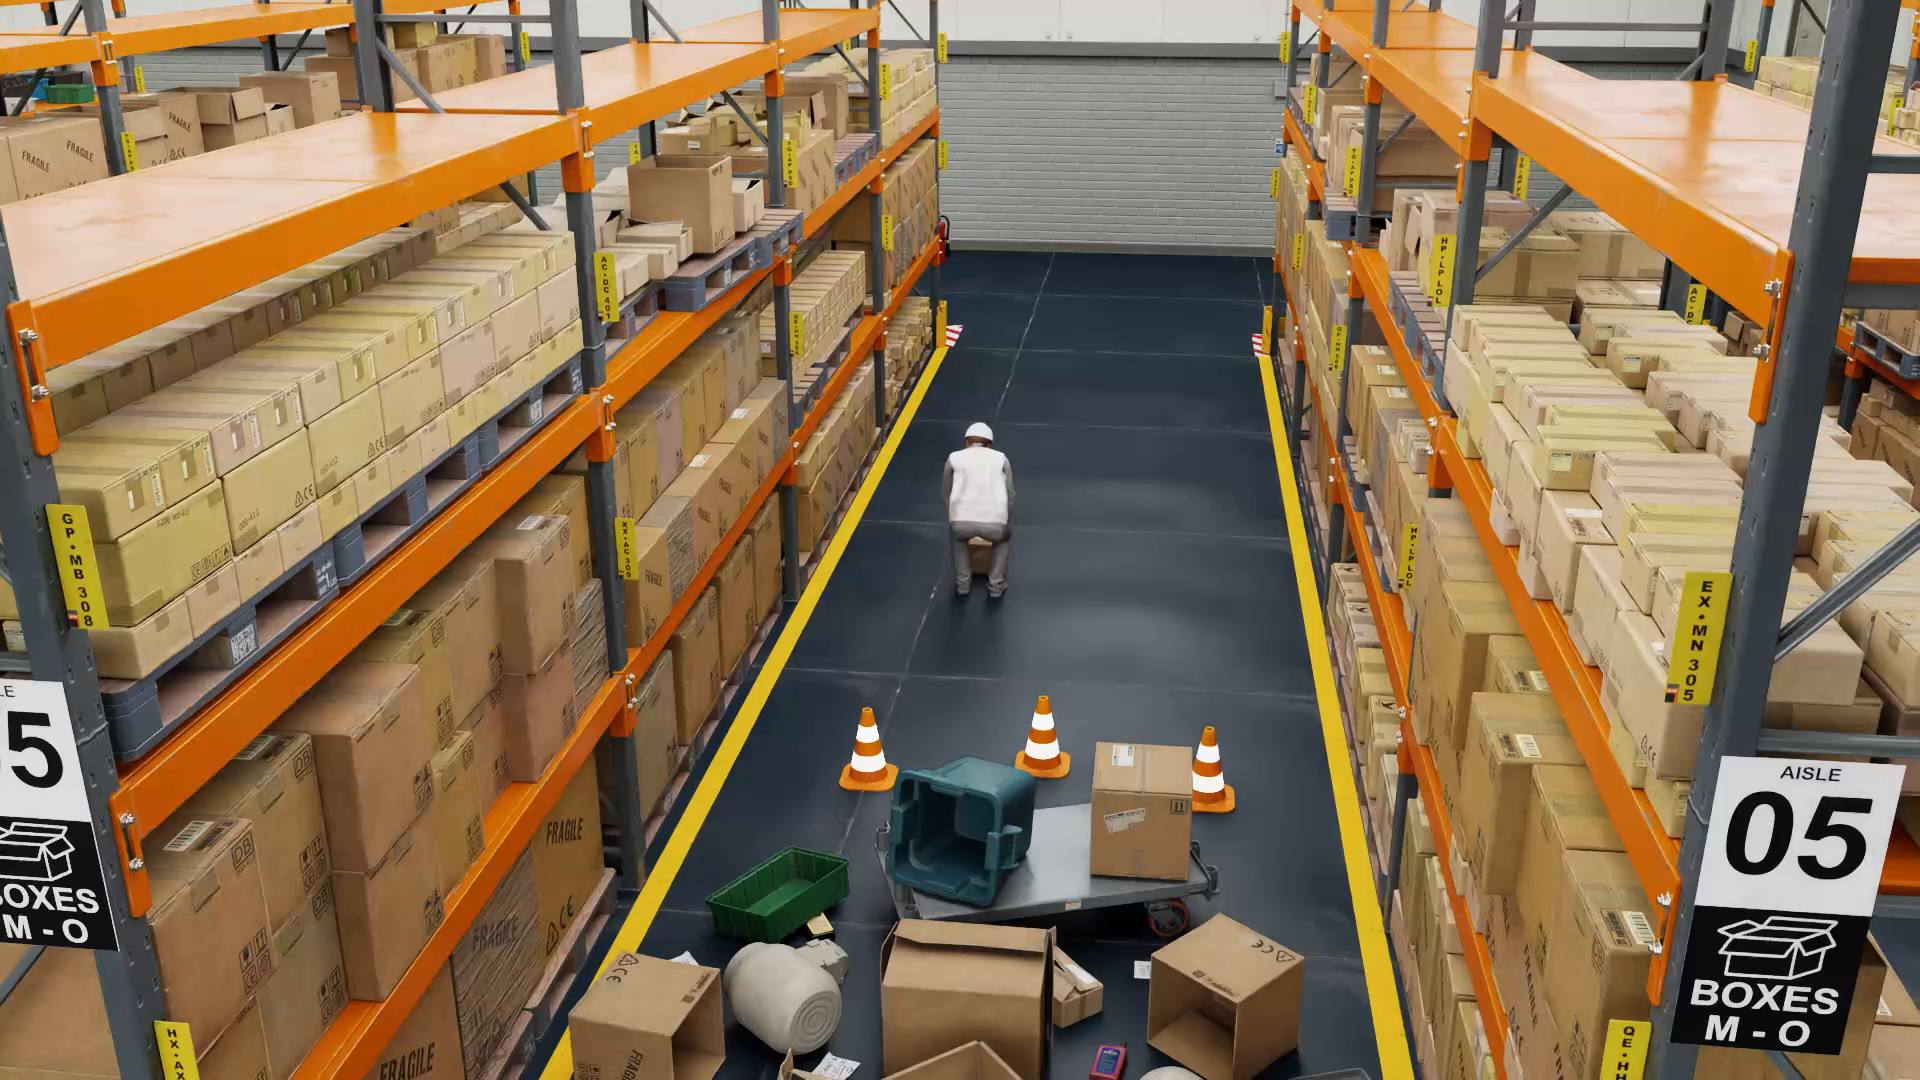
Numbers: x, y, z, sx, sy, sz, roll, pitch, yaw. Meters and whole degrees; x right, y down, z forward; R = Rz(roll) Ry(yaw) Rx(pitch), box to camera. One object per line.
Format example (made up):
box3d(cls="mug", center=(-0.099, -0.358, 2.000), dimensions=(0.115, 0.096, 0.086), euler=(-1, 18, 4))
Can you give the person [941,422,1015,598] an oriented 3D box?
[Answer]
box3d(cls="person", center=(0.124, -0.218, 12.789), dimensions=(0.578, 1.240, 0.841), euler=(2, 21, 6))
